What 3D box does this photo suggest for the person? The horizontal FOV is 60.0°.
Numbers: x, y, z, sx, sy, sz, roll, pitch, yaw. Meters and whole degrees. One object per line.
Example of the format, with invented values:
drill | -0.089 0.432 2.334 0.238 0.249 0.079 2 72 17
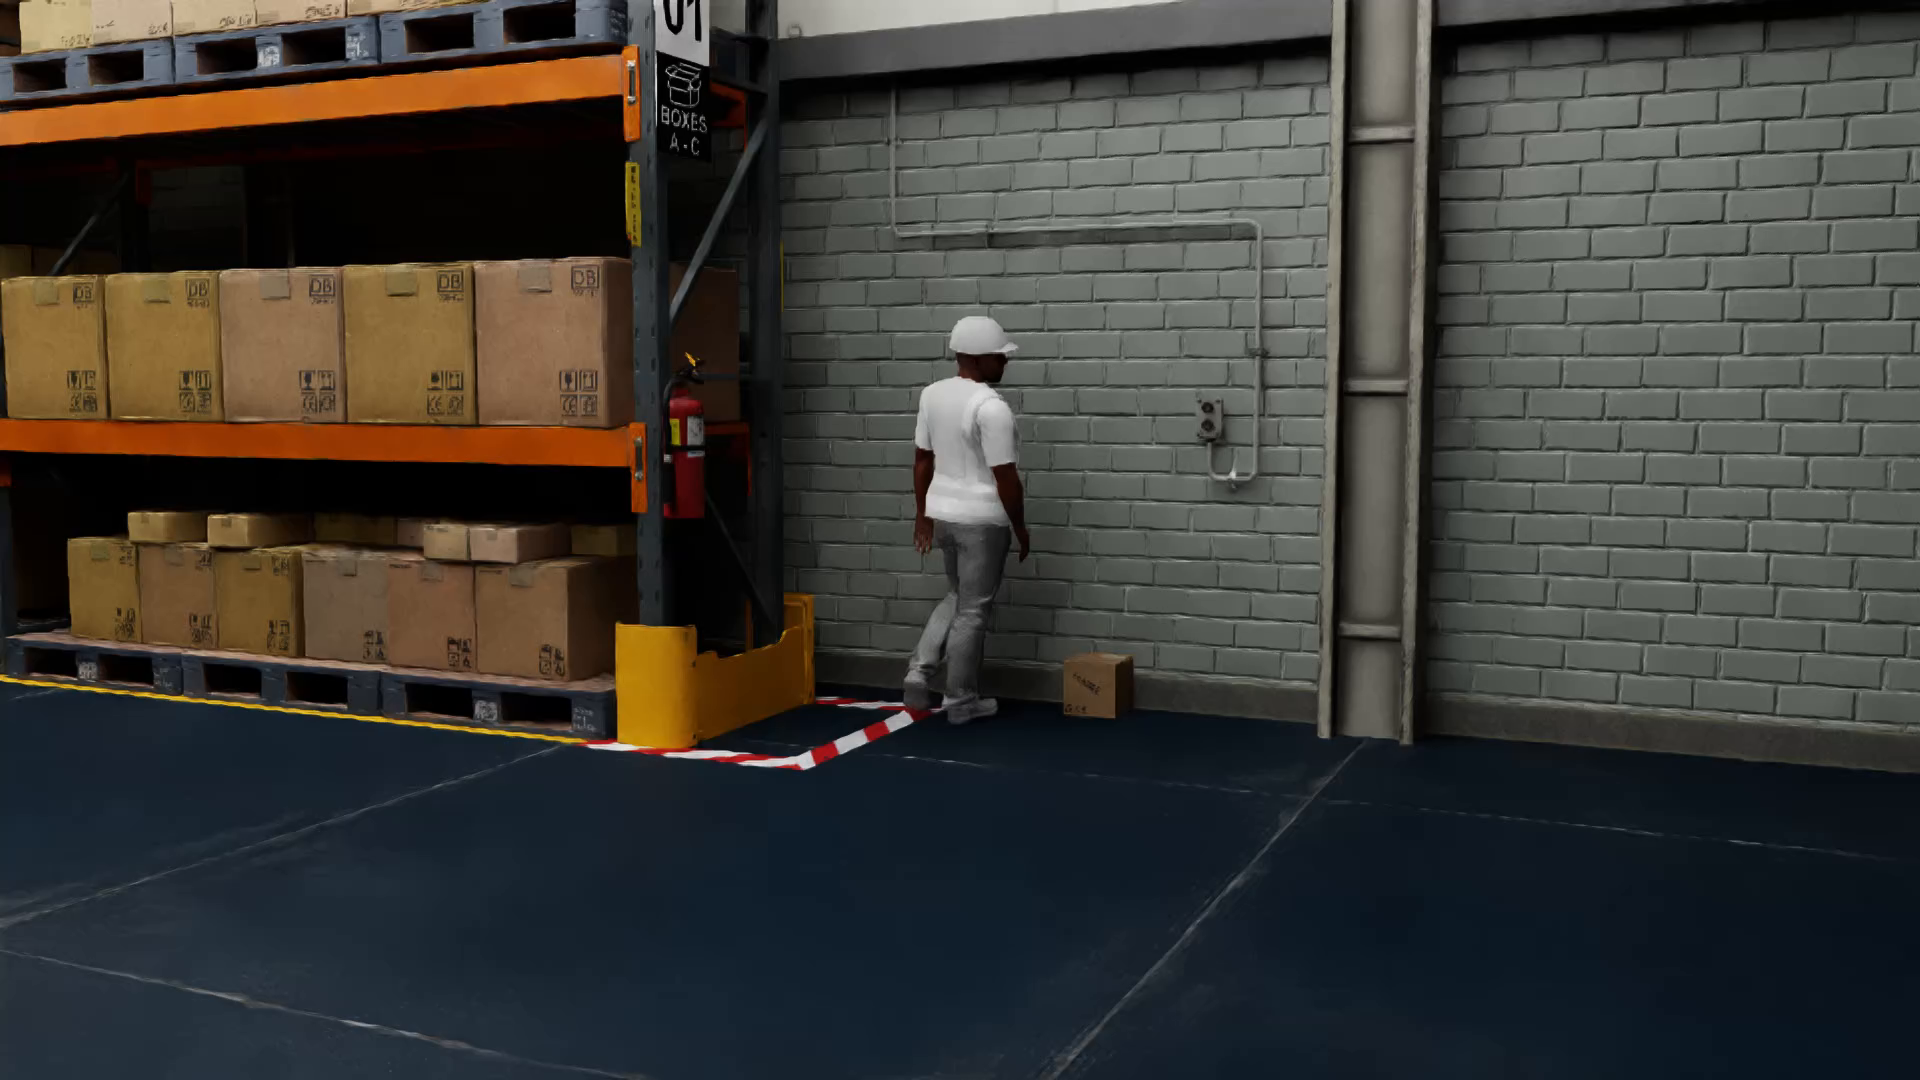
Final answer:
person | 0.037 -0.076 7.183 0.438 1.756 0.649 -4 7 -39
